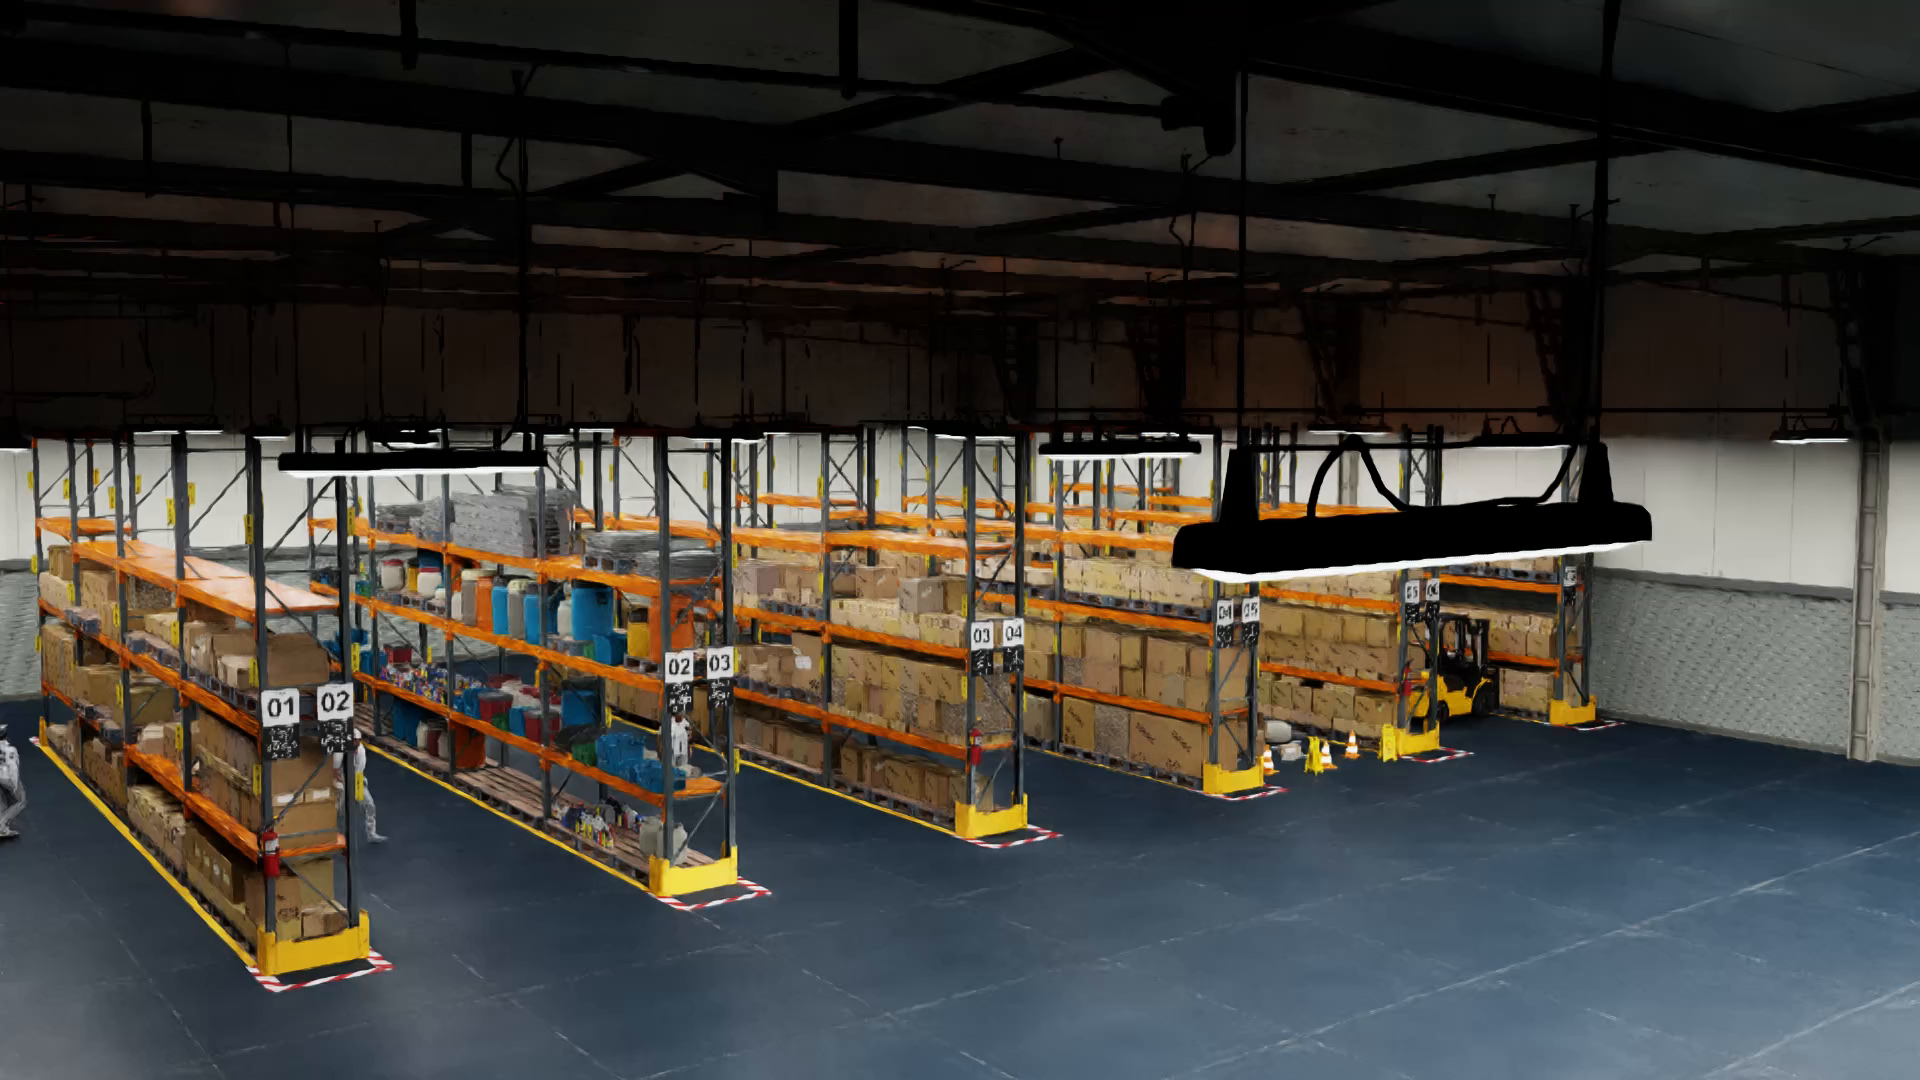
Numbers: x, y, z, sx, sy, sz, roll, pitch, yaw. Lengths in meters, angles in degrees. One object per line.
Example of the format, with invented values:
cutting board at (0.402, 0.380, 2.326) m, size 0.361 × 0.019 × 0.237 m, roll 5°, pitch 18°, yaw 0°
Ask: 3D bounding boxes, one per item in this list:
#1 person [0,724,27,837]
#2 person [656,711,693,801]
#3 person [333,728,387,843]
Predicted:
person at (-14.130, 3.564, 24.582) m, size 0.517 × 1.675 × 0.414 m, roll 2°, pitch 5°, yaw 23°
person at (-4.583, 3.433, 26.783) m, size 0.625 × 1.611 × 0.582 m, roll -4°, pitch 6°, yaw -38°
person at (-8.873, 3.567, 24.176) m, size 0.849 × 1.717 × 0.701 m, roll 3°, pitch 6°, yaw 37°
